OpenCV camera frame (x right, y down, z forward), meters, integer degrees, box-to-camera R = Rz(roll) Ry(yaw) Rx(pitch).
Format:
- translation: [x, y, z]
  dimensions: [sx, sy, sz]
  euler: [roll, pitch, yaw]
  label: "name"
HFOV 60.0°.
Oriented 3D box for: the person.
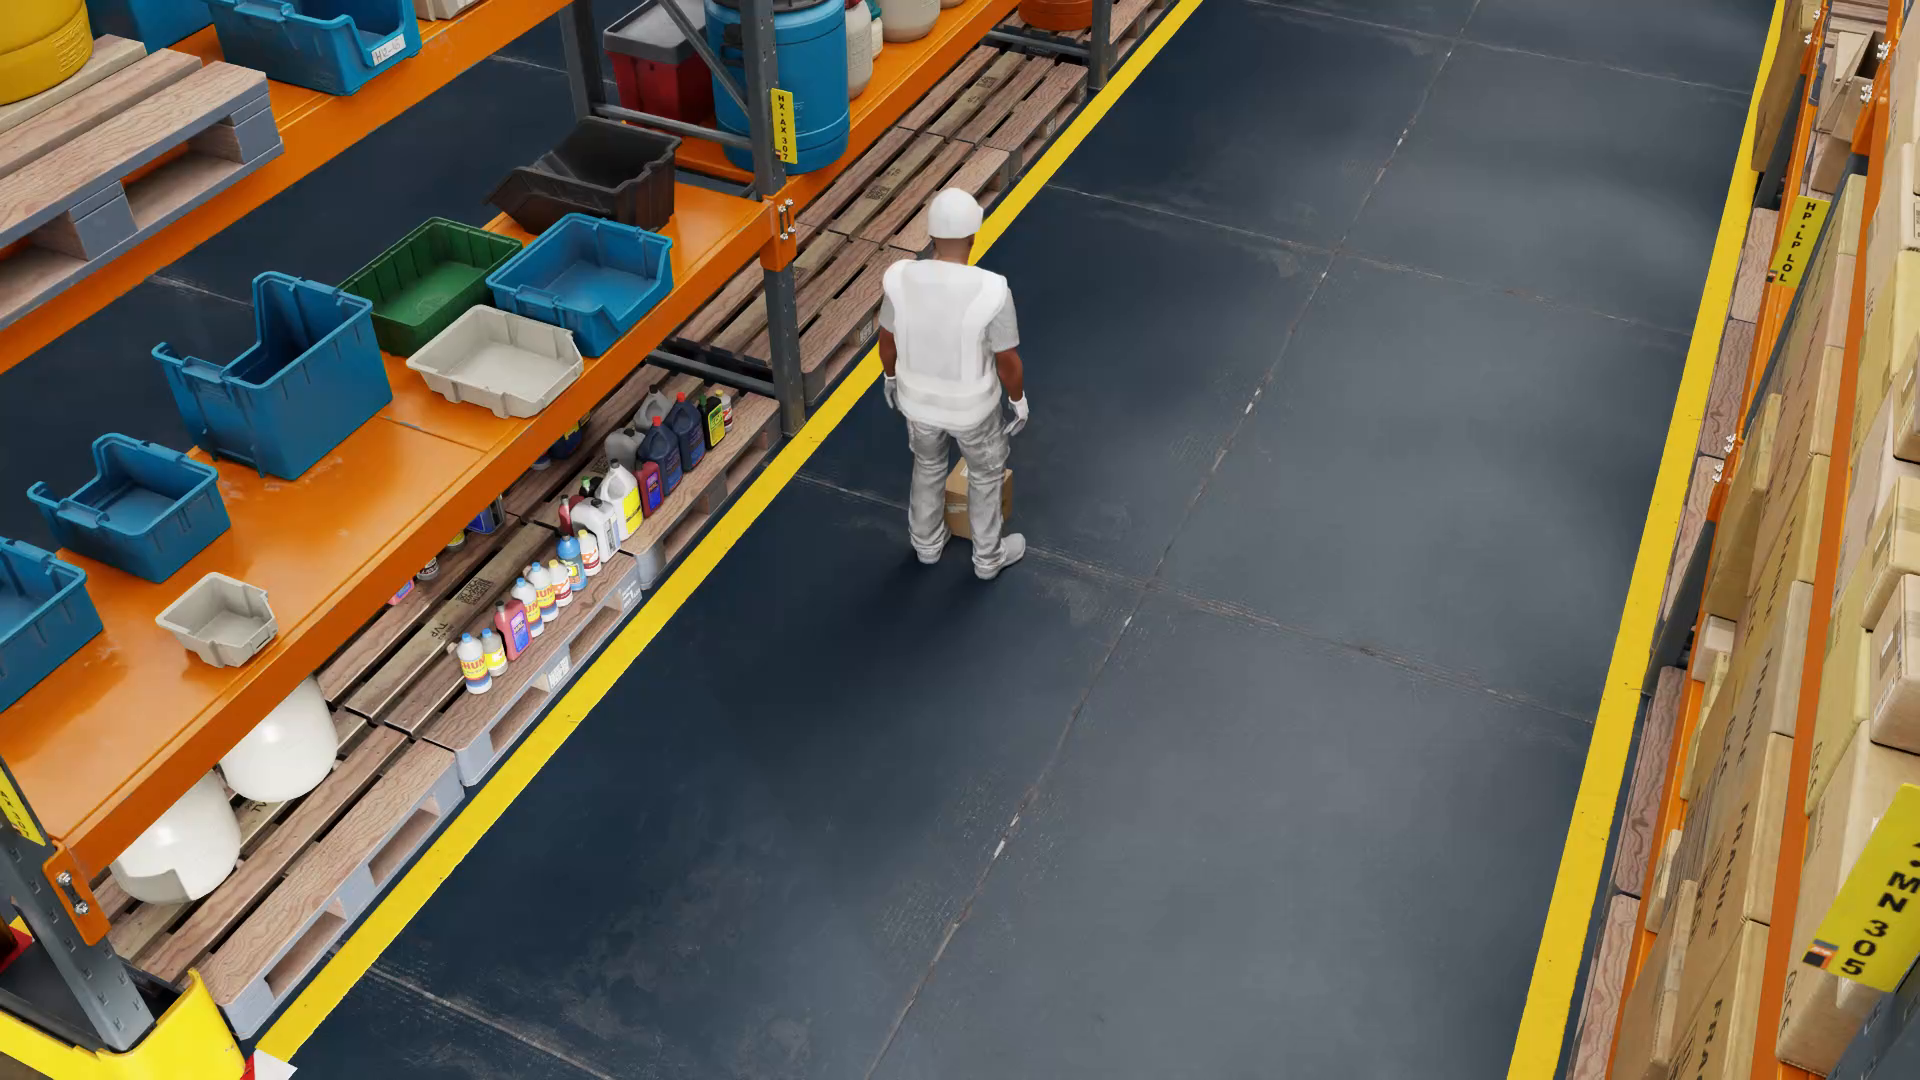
- translation: [-0.023, -0.607, 6.835]
  dimensions: [0.623, 1.773, 0.451]
  euler: [15, 44, 16]
  label: "person"
